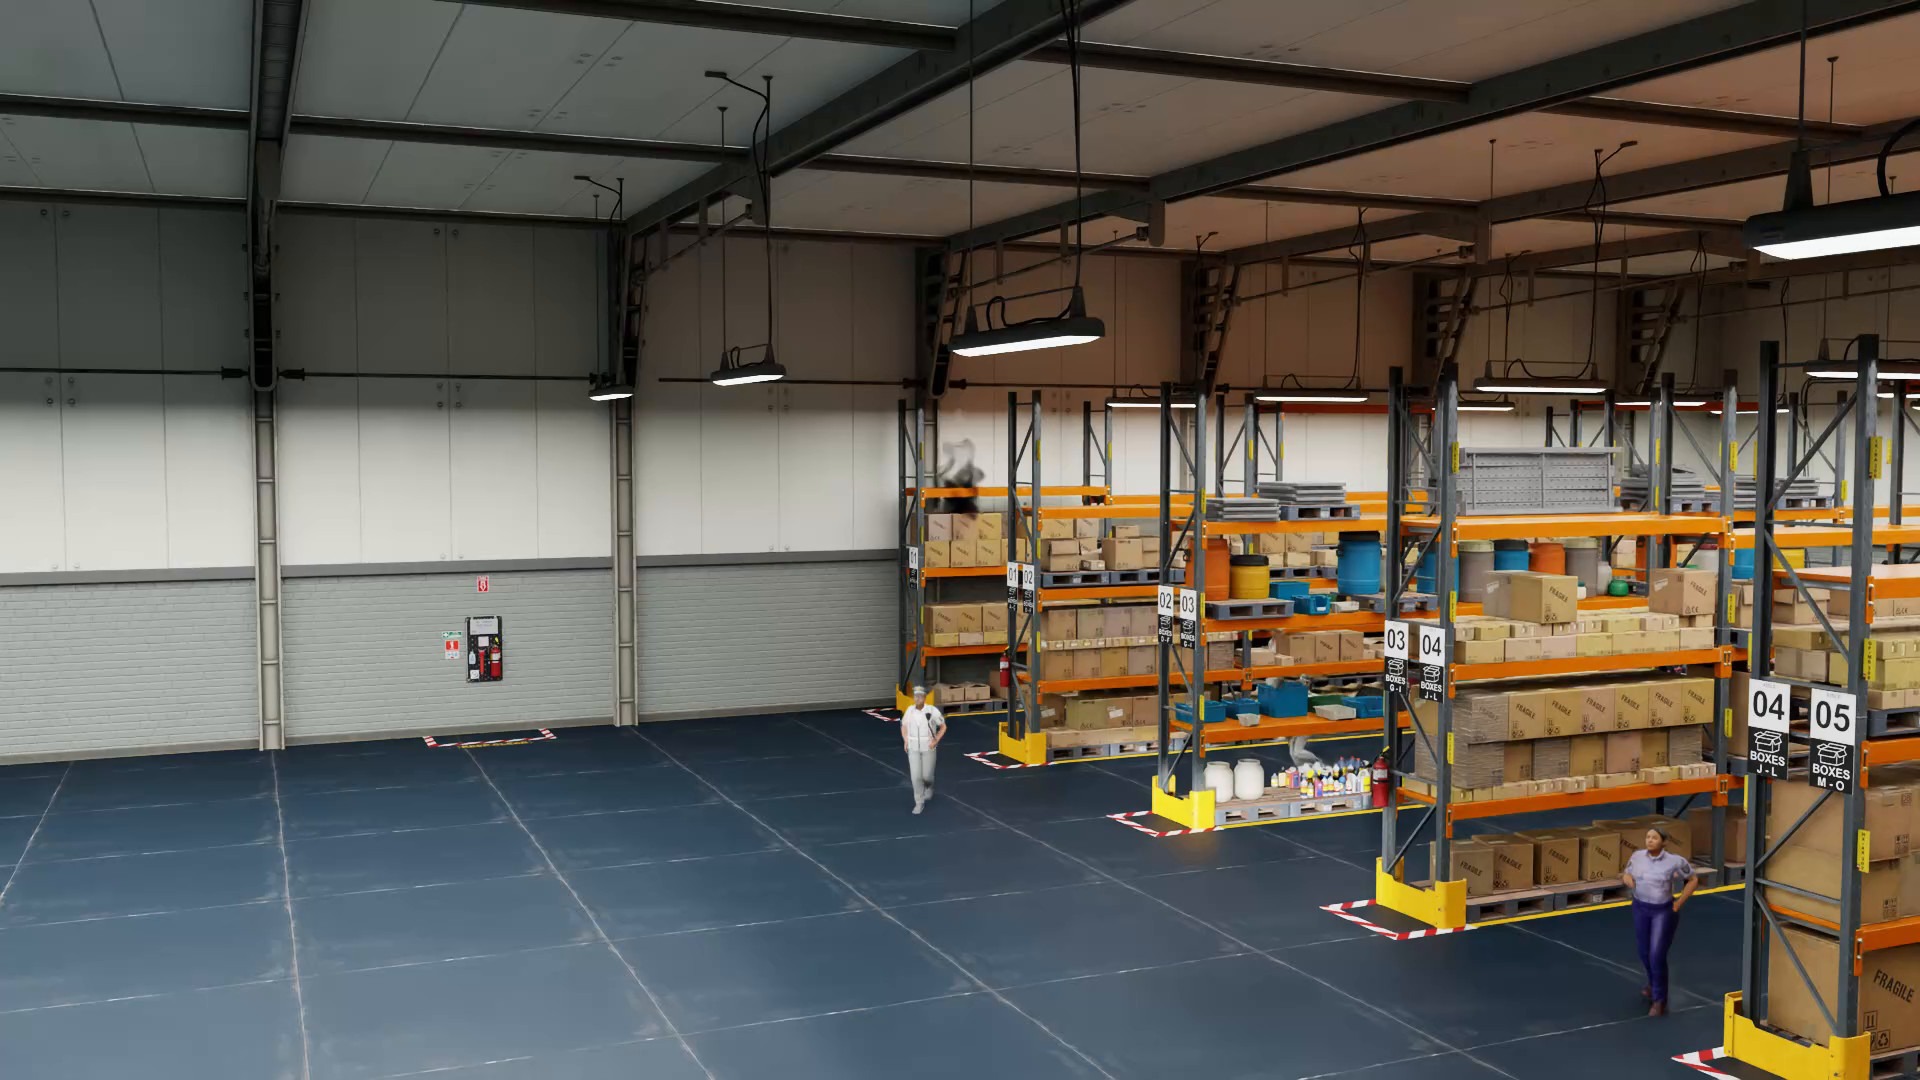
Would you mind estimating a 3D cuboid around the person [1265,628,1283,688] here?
[{"bbox_3d":[5.872,2.450,31.212,0.581,1.741,0.643,-2,4,-26],"label":"person"}]

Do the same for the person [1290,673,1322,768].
[{"bbox_3d":[5.225,2.850,25.389,0.551,1.648,0.612,-1,4,-23],"label":"person"}]

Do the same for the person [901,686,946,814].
[{"bbox_3d":[-0.525,2.926,23.440,0.658,1.768,0.658,1,3,10],"label":"person"}]

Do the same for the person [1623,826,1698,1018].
[{"bbox_3d":[6.348,3.466,15.190,0.662,1.732,0.604,-3,4,-39],"label":"person"}]
